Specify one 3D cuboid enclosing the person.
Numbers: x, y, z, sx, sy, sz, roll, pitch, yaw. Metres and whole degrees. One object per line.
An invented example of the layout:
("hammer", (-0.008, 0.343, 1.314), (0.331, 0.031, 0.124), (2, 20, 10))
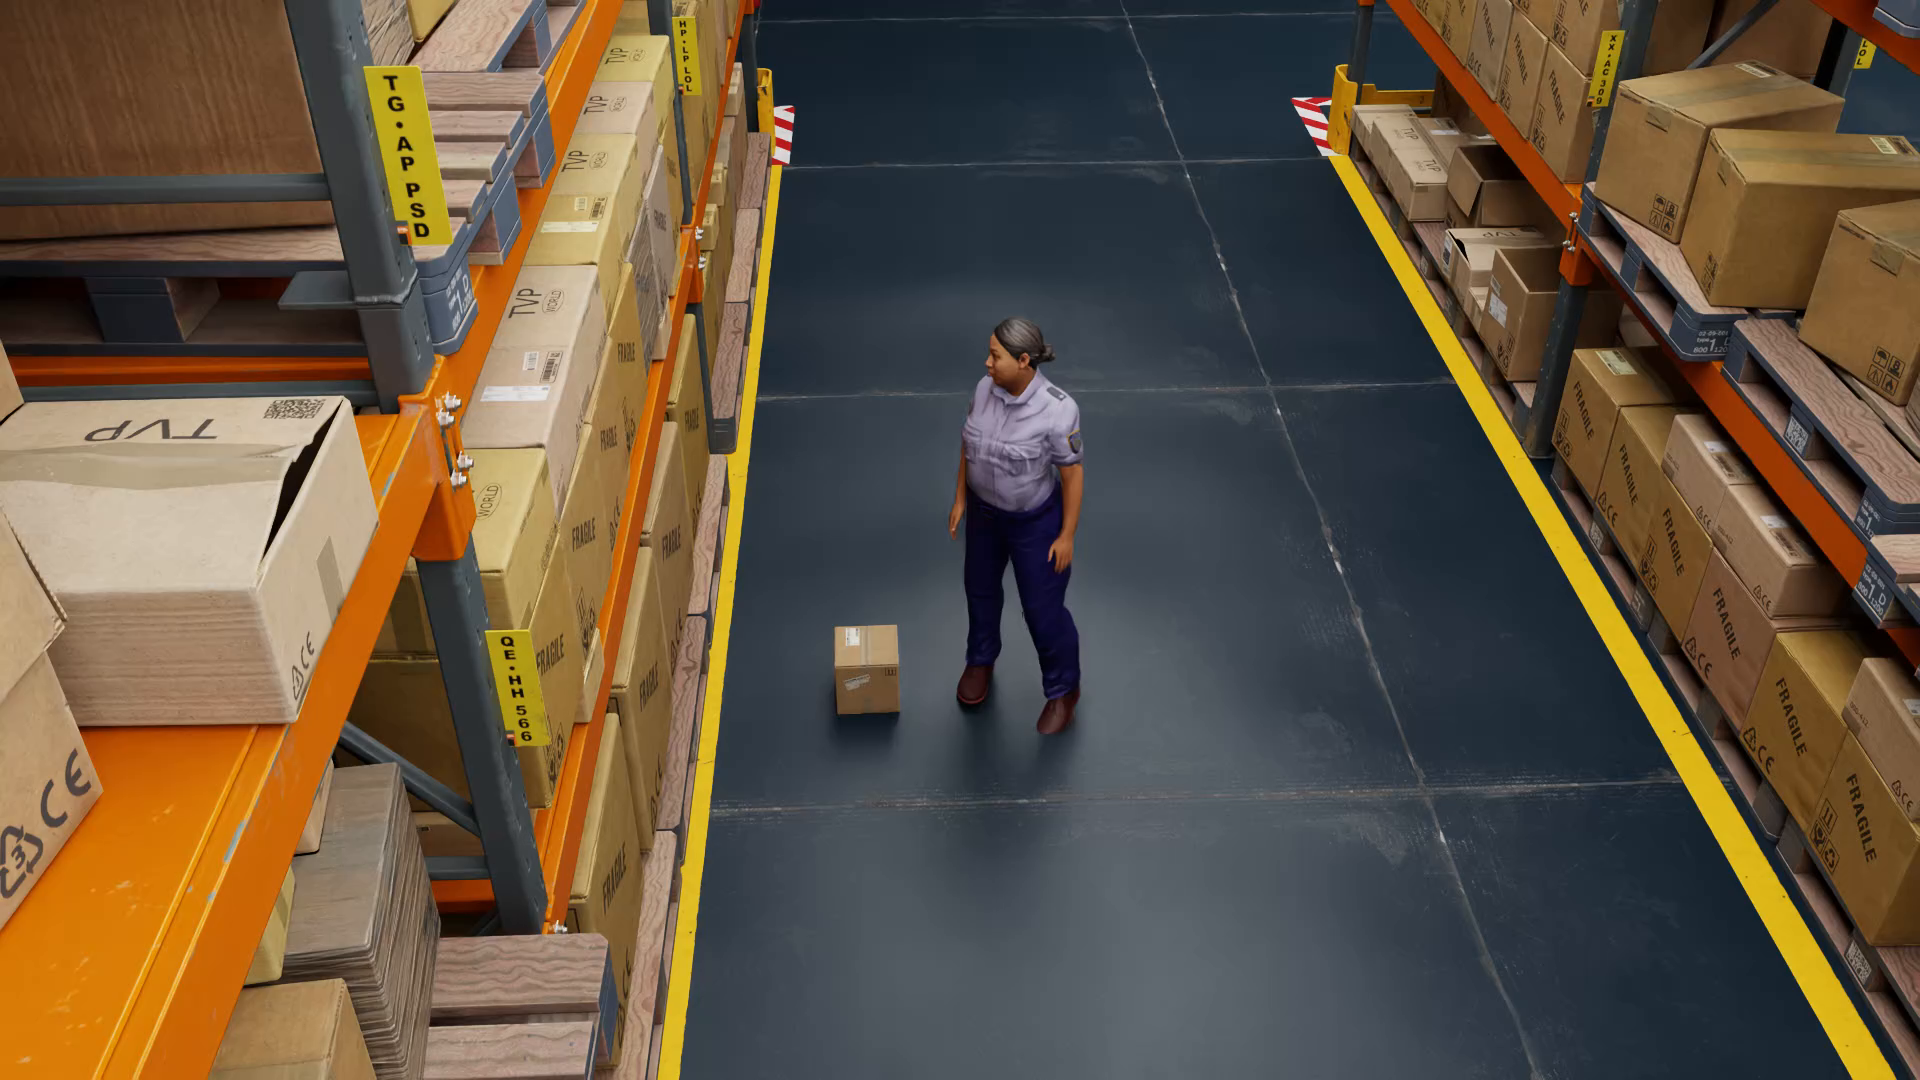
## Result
("person", (0.219, -0.039, 6.237), (0.577, 1.685, 0.398), (26, 43, 32))
